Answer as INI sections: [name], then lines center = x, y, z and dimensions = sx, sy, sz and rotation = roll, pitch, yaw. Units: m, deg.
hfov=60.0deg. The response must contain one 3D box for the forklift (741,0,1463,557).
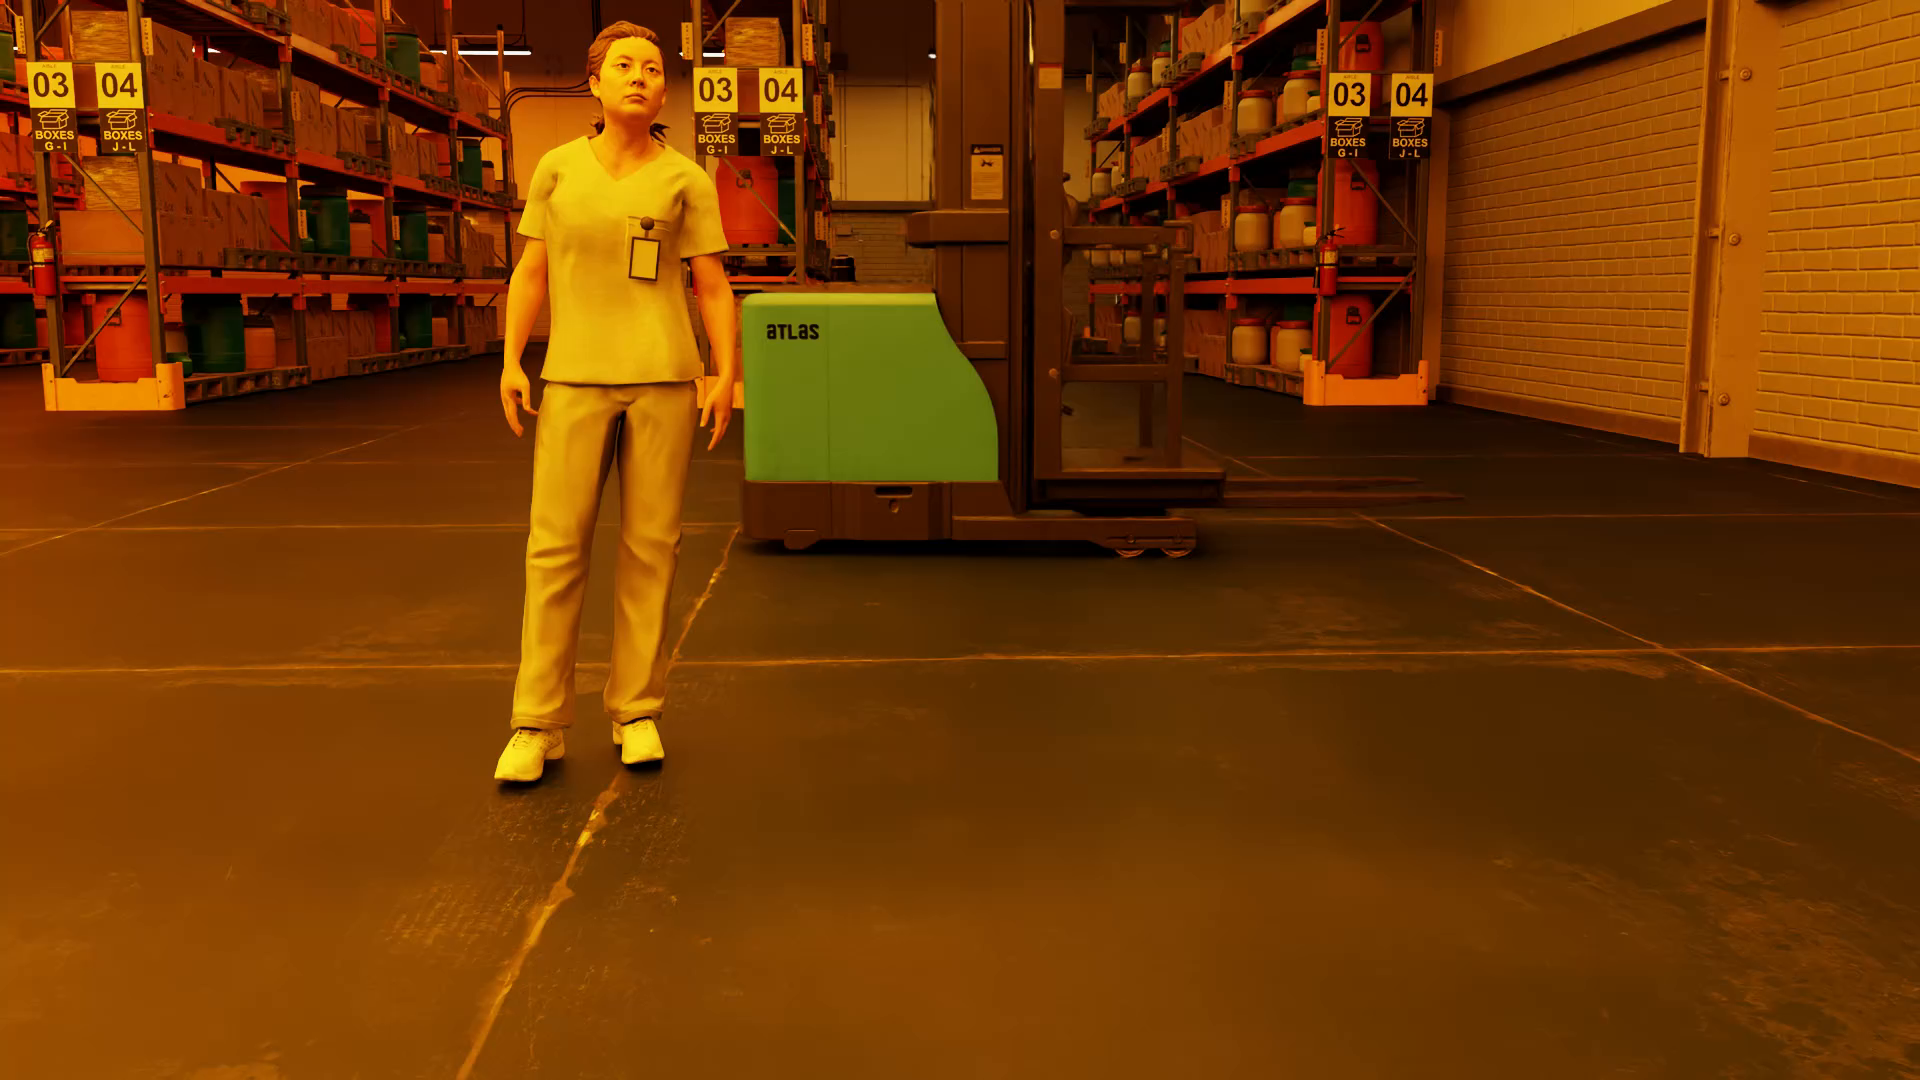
[forklift]
center = 0.607, -1.457, 7.146
dimensions = 3.031, 2.935, 1.130
rotation = 0, 8, 0

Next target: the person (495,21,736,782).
[person]
center = -0.781, -0.330, 3.774
dimensions = 0.550, 1.673, 0.548
rotation = -1, 9, -8
